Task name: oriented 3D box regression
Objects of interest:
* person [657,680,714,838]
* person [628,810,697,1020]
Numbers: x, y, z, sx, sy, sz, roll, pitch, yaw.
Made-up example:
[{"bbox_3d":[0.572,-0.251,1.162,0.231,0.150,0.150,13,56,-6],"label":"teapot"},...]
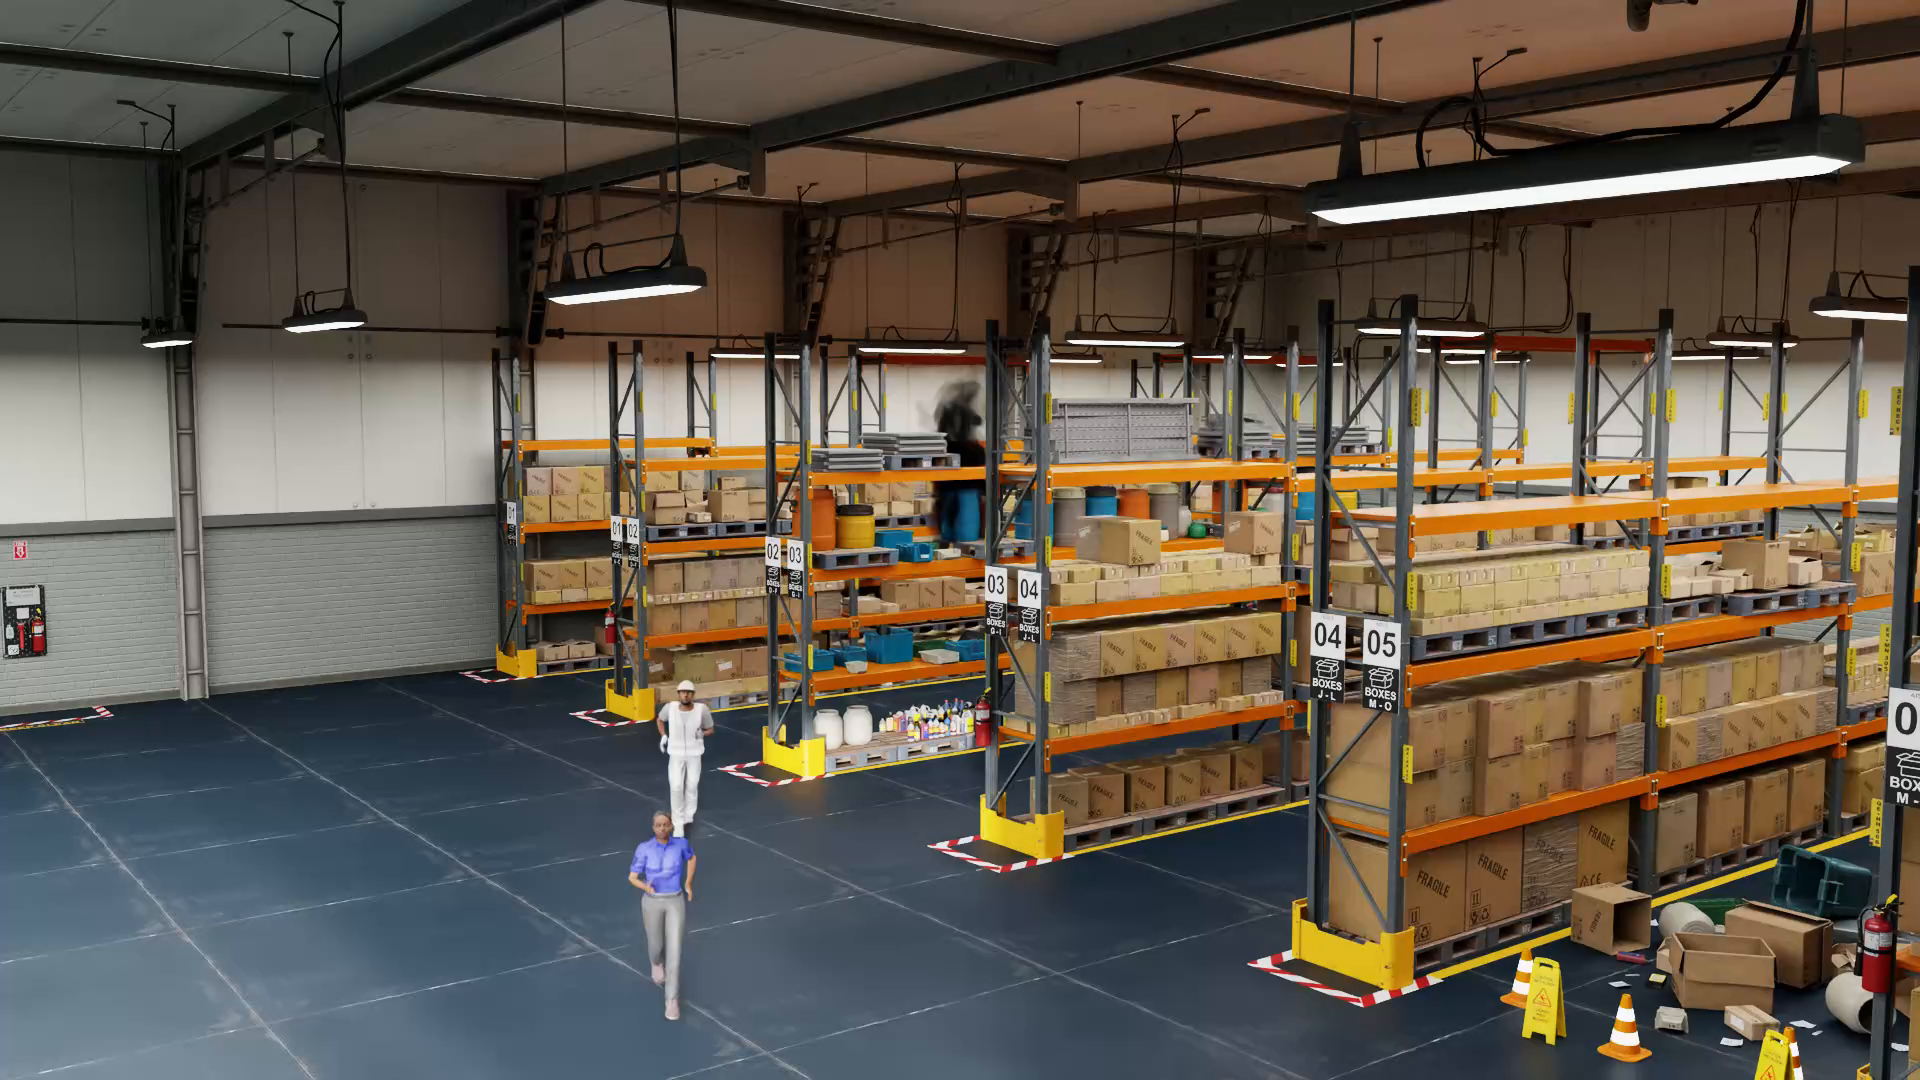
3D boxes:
[{"bbox_3d":[-3.221,2.562,19.581,0.659,1.847,0.803,-1,5,-11],"label":"person"},{"bbox_3d":[-2.502,3.098,14.053,0.581,1.658,0.920,-1,5,-13],"label":"person"}]
